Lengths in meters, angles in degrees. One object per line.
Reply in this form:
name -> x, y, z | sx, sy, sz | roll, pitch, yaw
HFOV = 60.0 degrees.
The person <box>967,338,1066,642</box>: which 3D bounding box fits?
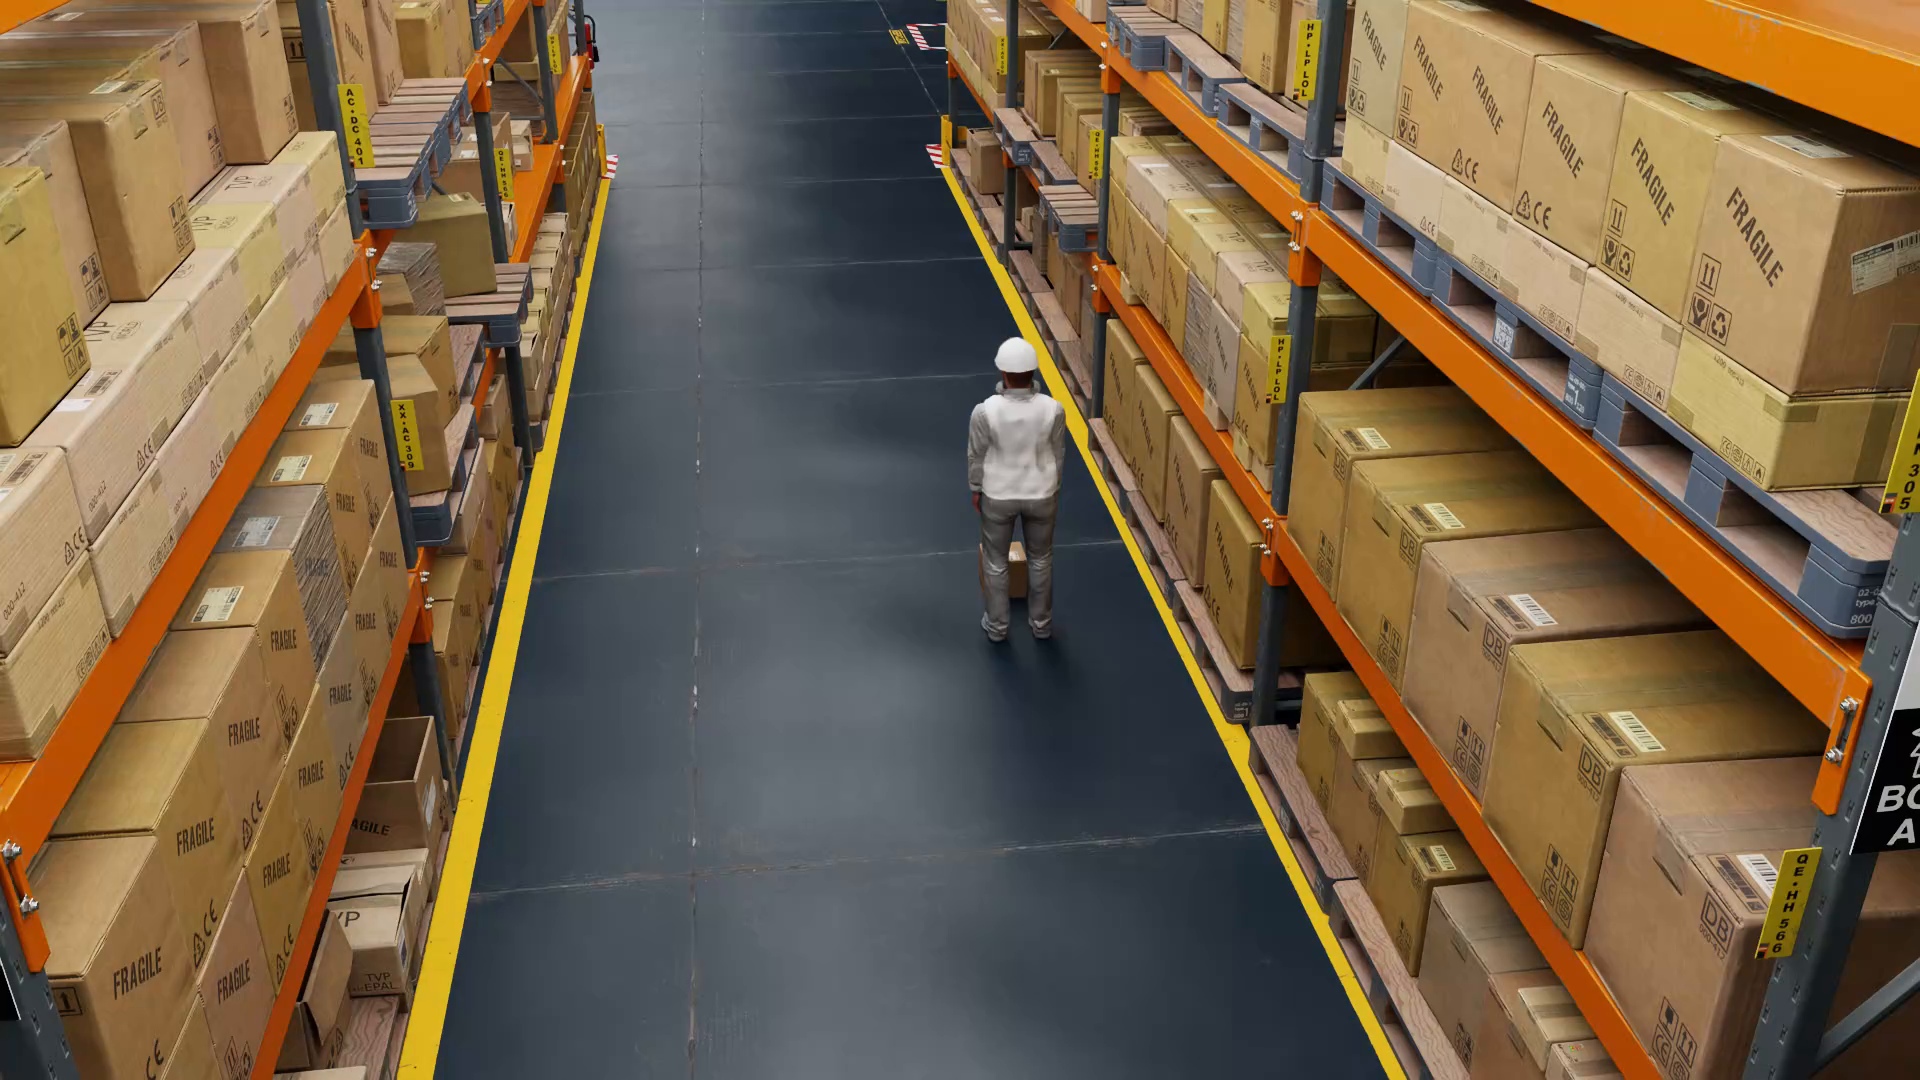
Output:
person -> 0.302, -0.268, 9.127 | 0.533, 1.765, 0.358 | -2, 27, -5
